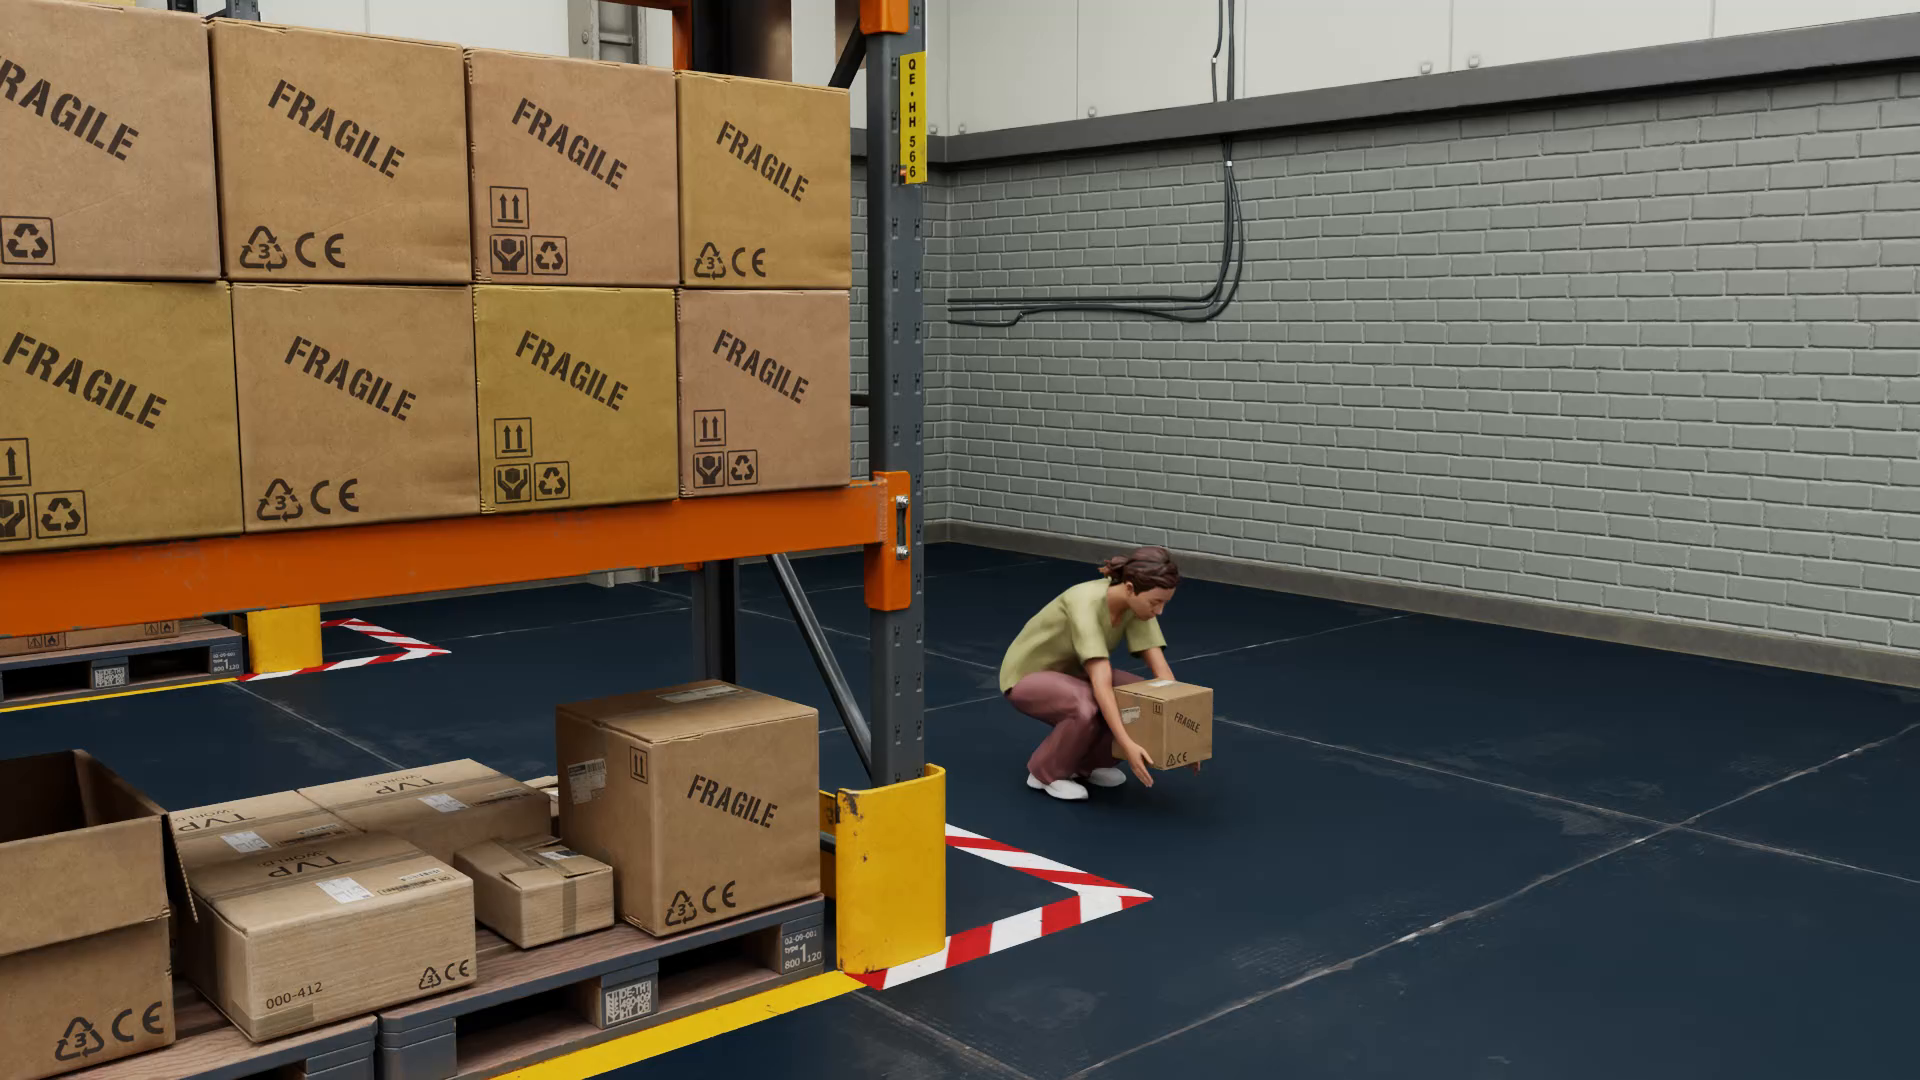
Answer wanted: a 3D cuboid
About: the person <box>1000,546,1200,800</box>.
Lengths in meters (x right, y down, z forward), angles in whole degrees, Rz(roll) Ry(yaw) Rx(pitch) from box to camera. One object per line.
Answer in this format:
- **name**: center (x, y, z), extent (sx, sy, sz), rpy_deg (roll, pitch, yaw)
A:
- **person**: center (0.508, 0.473, 6.057), extent (0.467, 0.940, 0.807), rpy_deg (-7, 10, -42)
